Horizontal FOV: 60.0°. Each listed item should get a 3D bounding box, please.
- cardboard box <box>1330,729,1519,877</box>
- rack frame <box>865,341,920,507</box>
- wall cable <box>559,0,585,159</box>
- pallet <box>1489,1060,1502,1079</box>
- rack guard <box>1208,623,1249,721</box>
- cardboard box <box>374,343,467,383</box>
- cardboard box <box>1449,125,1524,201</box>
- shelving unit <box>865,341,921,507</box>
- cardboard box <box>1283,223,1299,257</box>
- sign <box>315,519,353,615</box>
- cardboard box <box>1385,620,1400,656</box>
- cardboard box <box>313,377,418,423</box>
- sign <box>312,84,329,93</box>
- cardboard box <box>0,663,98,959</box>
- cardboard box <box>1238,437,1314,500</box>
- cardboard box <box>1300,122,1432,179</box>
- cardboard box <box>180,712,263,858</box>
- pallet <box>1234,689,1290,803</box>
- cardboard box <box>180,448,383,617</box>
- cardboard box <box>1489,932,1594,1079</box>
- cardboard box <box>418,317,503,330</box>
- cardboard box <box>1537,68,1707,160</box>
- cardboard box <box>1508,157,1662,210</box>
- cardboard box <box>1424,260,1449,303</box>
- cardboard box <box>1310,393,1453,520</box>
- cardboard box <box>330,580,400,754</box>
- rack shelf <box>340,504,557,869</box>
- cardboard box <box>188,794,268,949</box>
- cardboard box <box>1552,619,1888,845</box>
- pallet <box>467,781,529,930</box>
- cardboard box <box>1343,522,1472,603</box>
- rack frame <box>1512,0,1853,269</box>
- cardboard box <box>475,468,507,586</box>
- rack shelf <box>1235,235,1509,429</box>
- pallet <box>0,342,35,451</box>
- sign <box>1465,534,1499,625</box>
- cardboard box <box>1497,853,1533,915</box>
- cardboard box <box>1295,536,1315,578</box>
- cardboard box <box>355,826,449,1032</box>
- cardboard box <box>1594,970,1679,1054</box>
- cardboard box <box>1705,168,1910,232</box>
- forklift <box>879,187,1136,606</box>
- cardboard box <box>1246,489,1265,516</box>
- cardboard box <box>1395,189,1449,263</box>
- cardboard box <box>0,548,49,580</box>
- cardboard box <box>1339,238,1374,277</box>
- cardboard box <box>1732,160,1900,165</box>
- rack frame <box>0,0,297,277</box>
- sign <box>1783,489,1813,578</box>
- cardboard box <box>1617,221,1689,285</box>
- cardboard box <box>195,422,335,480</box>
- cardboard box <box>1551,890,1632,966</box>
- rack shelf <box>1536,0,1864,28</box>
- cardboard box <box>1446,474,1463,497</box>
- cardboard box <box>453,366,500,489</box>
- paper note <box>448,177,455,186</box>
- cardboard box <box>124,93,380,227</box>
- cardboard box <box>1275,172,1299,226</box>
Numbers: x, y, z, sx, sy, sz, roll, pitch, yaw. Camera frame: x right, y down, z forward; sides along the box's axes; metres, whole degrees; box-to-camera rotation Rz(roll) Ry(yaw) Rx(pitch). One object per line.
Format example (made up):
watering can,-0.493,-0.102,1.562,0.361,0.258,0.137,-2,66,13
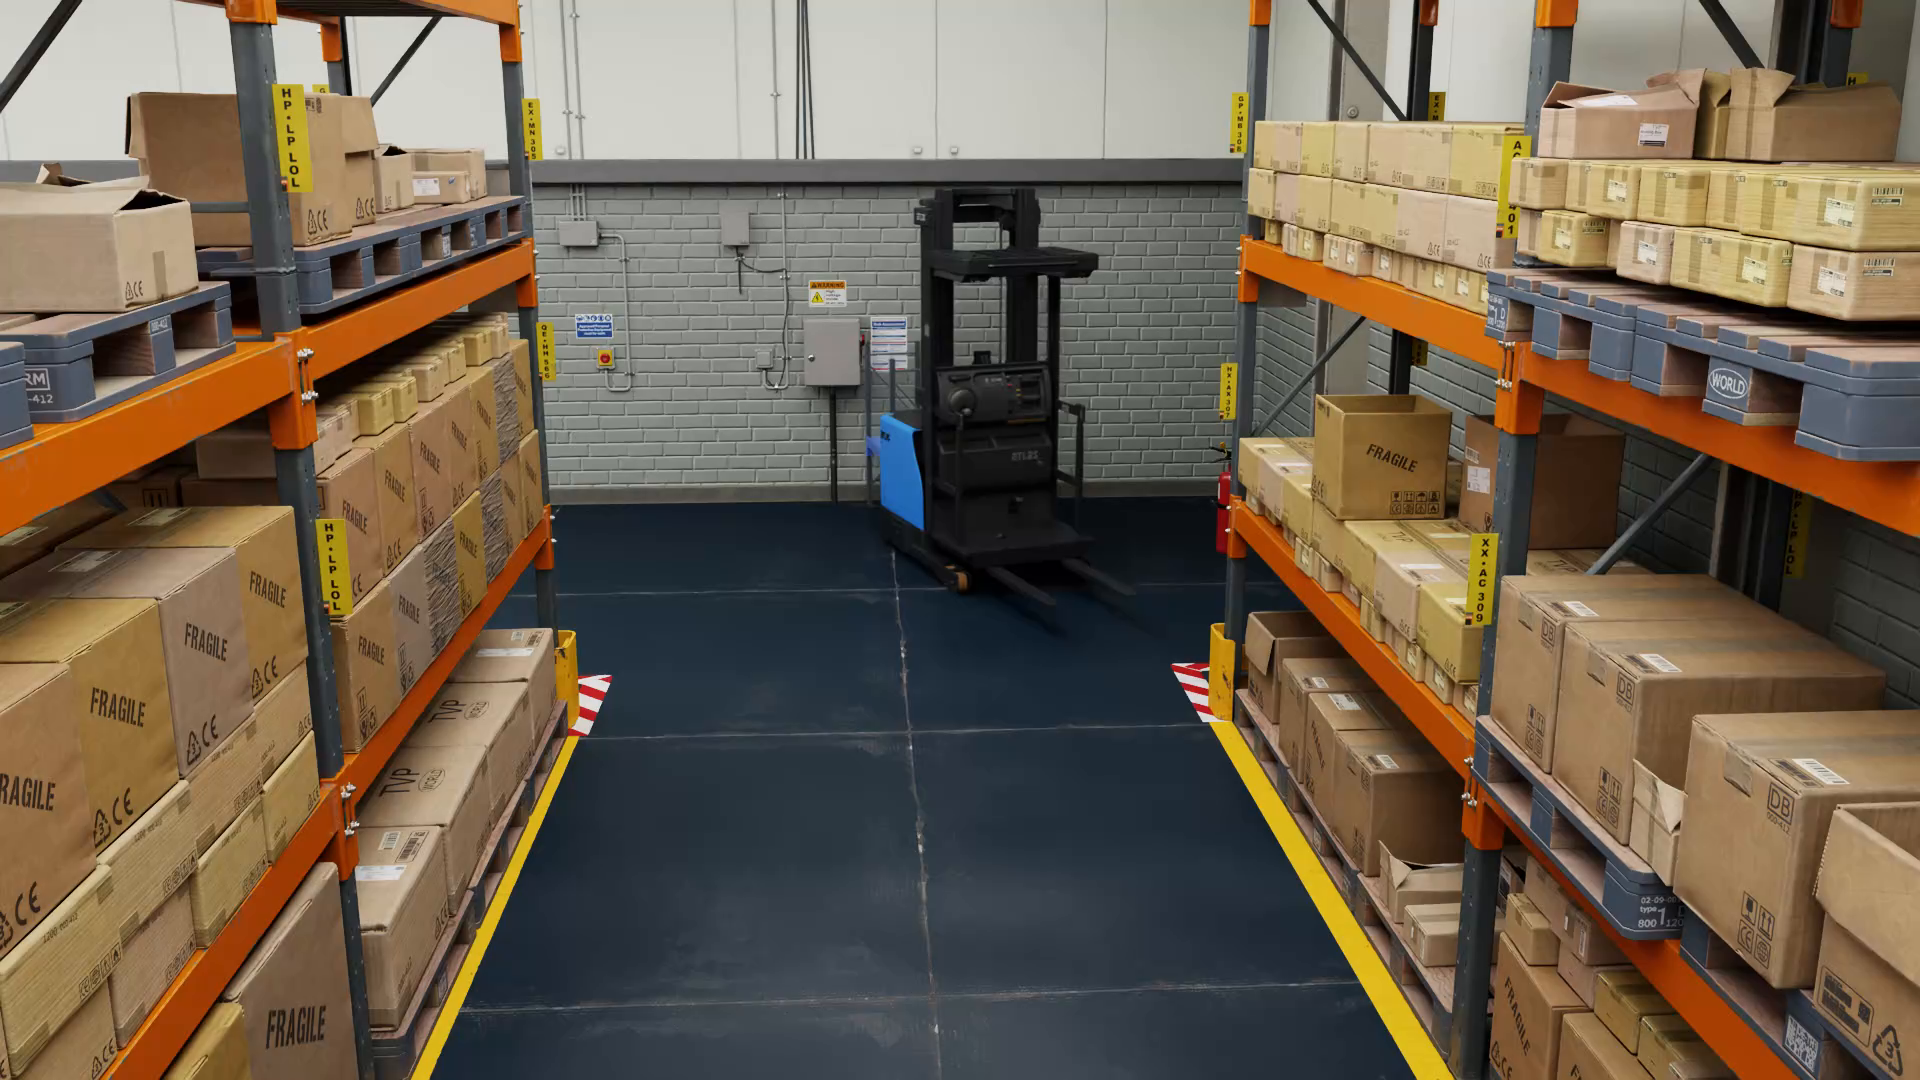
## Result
cardboard box,2.118,1.183,7.582,0.700,0.500,0.500,-1,14,-6
rack frame,-0.605,-1.044,15.075,0.500,1.500,0.032,-4,15,-14
wall cable,-3.492,-4.687,14.184,0.463,3.000,0.029,-1,14,-3
pallet,2.432,2.098,5.449,1.003,0.211,1.213,-1,14,-3
rack guard,2.101,0.780,9.990,1.175,0.500,0.348,-1,14,-3
cardboard box,-2.502,-0.816,7.668,0.380,0.149,0.250,-1,14,-2
cardboard box,2.072,-1.342,5.905,0.500,0.250,0.500,-1,14,-3
shelving unit,-0.476,-0.922,14.599,0.538,1.500,1.048,-4,15,-14
cardboard box,1.838,-1.505,8.340,0.380,0.149,0.250,-1,14,-2
sign,-2.069,0.090,5.492,0.100,0.325,0.005,-1,14,-3
cardboard box,2.005,0.398,6.965,0.380,0.149,0.250,-1,14,-2
cardboard box,-2.402,-0.562,6.681,0.380,0.149,0.250,-1,14,-5
sign,-3.412,-2.279,8.930,0.100,0.325,0.005,-1,14,-3
cardboard box,-2.234,0.581,3.540,0.500,0.500,0.500,-1,14,-3
cardboard box,1.855,-0.403,9.279,0.500,0.250,0.500,-1,14,-3
cardboard box,1.930,-1.850,7.876,0.500,0.250,0.500,-1,14,-4
cardboard box,-2.302,0.684,4.646,0.500,0.250,0.500,-1,14,-2
pallet,2.151,1.119,9.255,1.003,0.211,1.213,-1,14,-3
cardboard box,-2.398,-0.032,5.922,0.500,0.500,0.500,-1,14,-3
cardboard box,2.149,1.677,5.664,0.500,0.500,0.500,0,14,-1
cardboard box,-2.596,-1.069,8.654,0.380,0.149,0.250,-1,14,-2
cardboard box,2.014,-1.301,5.078,0.396,0.266,0.258,-1,14,-4
cardboard box,1.925,-1.100,5.126,0.380,0.149,0.250,0,14,-2
cardboard box,2.007,-0.998,6.370,0.380,0.149,0.250,0,14,-2
cardboard box,1.948,-0.394,7.736,0.500,0.500,0.500,-1,14,-2
cardboard box,-2.378,0.454,6.041,0.500,0.500,0.500,0,14,-2
rack shelf,-2.734,0.474,7.607,1.077,0.370,4.000,-1,14,-3
cardboard box,-2.300,0.930,4.692,0.500,0.250,0.500,-1,14,-4
cardboard box,2.183,0.546,4.839,0.700,0.500,0.500,-1,14,-3
pallet,-2.658,1.479,7.853,1.003,0.211,1.213,-1,14,-3
cardboard box,2.005,0.103,7.311,0.500,0.250,0.500,-1,14,-4
rack frame,2.344,-2.360,5.138,1.000,3.000,0.127,-1,14,-3
cardboard box,-2.506,-0.051,8.005,0.500,0.500,0.500,0,14,-2
rack shelf,2.220,-1.056,7.535,1.077,0.370,4.000,-1,14,-3
pallet,-2.527,-0.181,3.067,1.003,0.211,1.213,0,14,-1
sign,1.803,0.137,5.738,0.100,0.325,0.005,-1,14,-3
cardboard box,2.539,1.477,6.821,0.500,0.311,0.500,0,14,-1
cardboard box,1.873,0.080,8.201,0.380,0.149,0.250,-1,14,-5
cardboard box,-2.542,1.503,6.464,0.875,0.438,0.875,-1,14,-4
cardboard box,2.222,1.463,5.191,0.380,0.149,0.250,-2,15,-6
cardboard box,2.102,-0.845,4.134,0.380,0.149,0.250,-1,14,-3
forklift,0.349,-1.138,12.566,1.130,2.935,3.031,-6,16,-22
cardboard box,1.843,-0.241,9.449,0.380,0.149,0.250,-1,14,-4
cardboard box,2.021,-1.224,6.447,0.500,0.250,0.500,-1,14,-5
cardboard box,-2.811,0.331,4.514,0.500,0.500,0.500,-1,14,-4
cardboard box,1.902,-1.253,7.359,0.380,0.149,0.250,-1,14,-2
cardboard box,2.517,-1.045,4.911,0.380,0.149,0.250,-1,14,-3
rack frame,-2.610,-2.282,4.837,1.000,3.000,0.127,-1,14,-3
sign,2.898,-0.024,5.778,0.100,0.325,0.005,-1,14,-3
cardboard box,1.991,-0.766,4.425,0.380,0.149,0.250,-1,14,-3
cardboard box,-2.371,-0.306,5.687,0.380,0.149,0.250,-1,14,-4
cardboard box,2.164,1.252,5.416,0.380,0.149,0.250,-2,15,-6
rack shelf,2.468,-1.320,3.344,1.077,0.370,4.000,-1,14,-3
cardboard box,2.446,-0.159,8.327,0.500,0.250,0.500,0,14,-2
cardboard box,-2.501,-0.535,7.880,0.500,0.500,0.500,-1,14,-4
paper note,-2.147,-1.516,7.028,0.006,0.032,0.123,-1,14,-3
cardboard box,-2.726,-1.466,6.434,0.797,0.503,0.637,0,14,1
cardboard box,1.903,-1.733,8.424,0.500,0.250,0.500,-1,14,-2
